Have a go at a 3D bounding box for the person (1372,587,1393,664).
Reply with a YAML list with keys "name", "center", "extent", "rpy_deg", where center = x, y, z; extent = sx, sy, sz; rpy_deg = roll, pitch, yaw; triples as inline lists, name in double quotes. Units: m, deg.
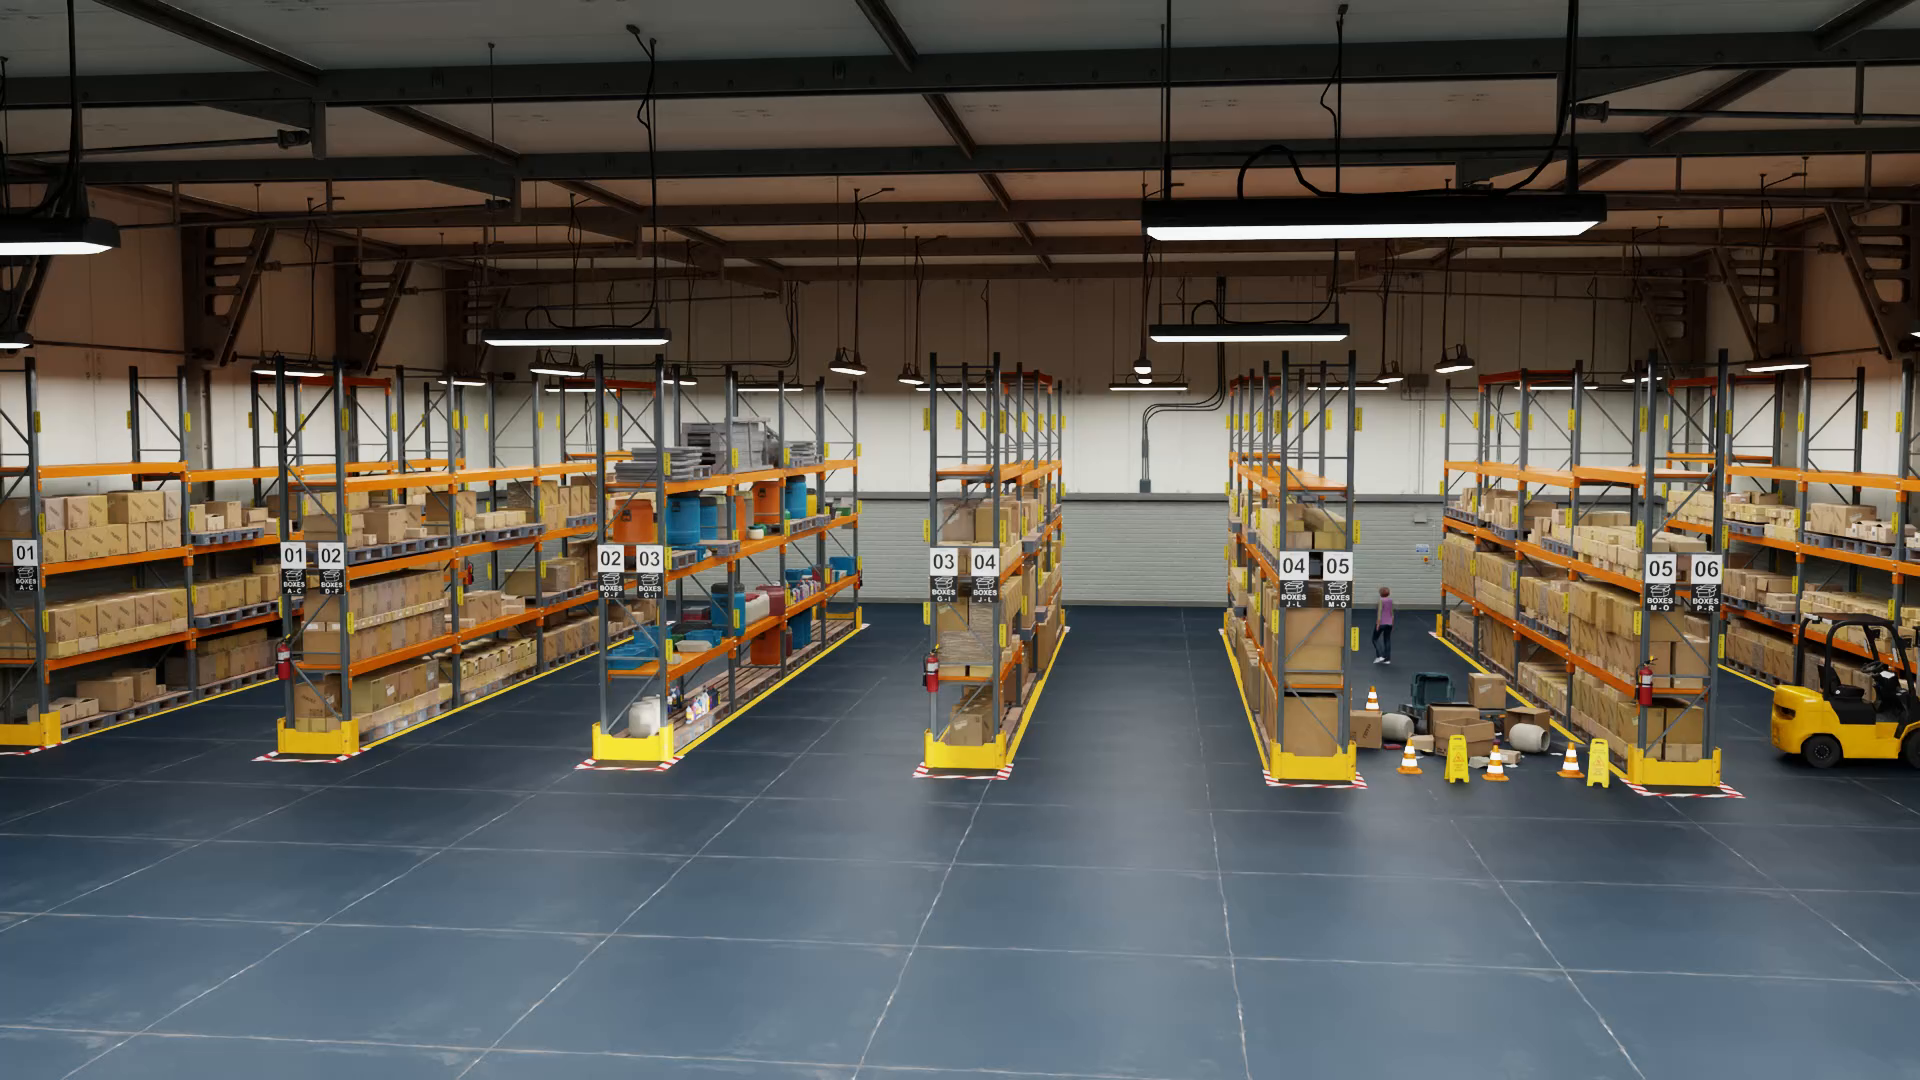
- name: "person"
  center: [8.796, 1.773, 34.477]
  extent: [0.445, 1.612, 0.372]
  rpy_deg: [-2, 5, -27]
